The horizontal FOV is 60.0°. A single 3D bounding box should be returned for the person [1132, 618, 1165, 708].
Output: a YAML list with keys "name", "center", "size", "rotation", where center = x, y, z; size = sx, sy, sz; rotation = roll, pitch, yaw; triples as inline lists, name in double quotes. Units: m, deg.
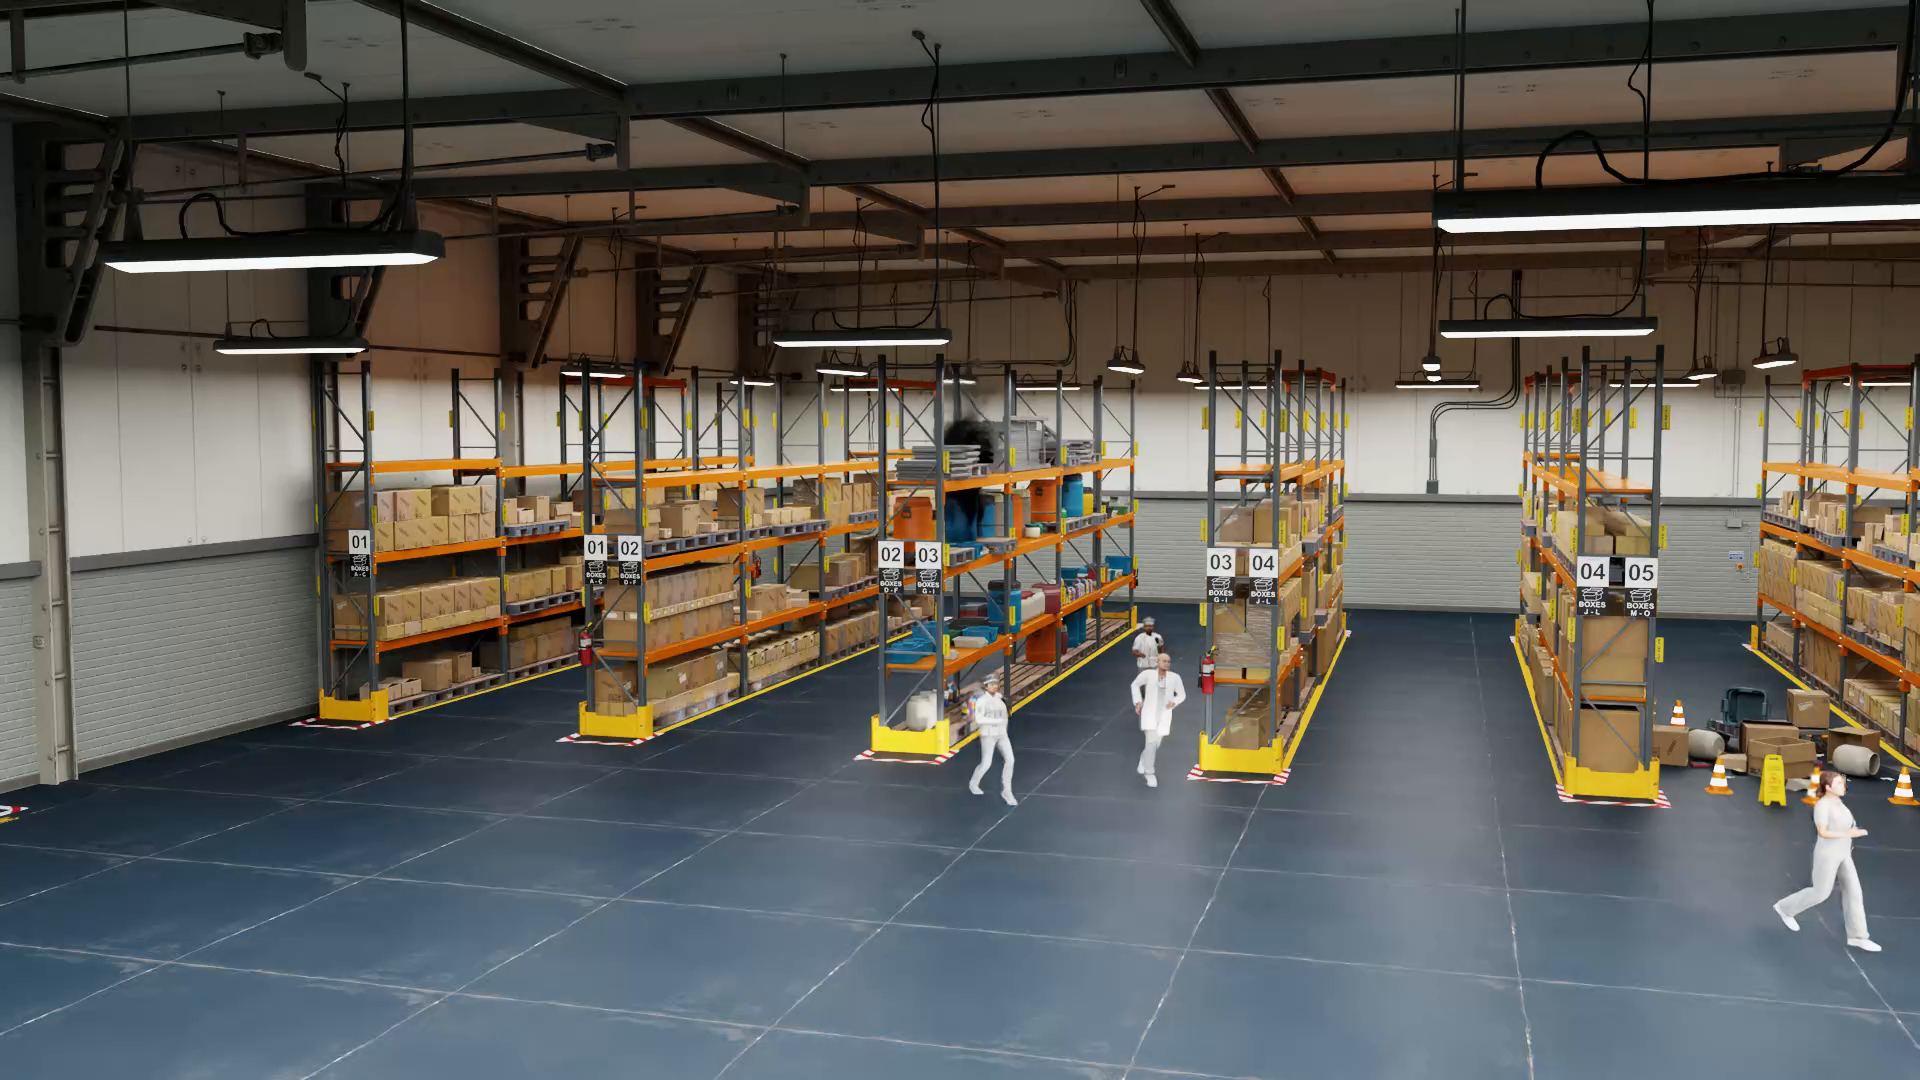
- name: "person"
  center: [3.175, 2.142, 27.977]
  size: [0.579, 1.698, 0.924]
  rotation: [0, 4, 2]

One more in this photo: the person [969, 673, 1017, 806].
- name: "person"
  center: [0.448, 2.608, 21.922]
  size: [0.620, 1.728, 0.819]
  rotation: [-3, 5, -36]

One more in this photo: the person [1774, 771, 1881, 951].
- name: "person"
  center: [8.309, 3.016, 15.870]
  size: [0.569, 1.647, 0.963]
  rotation: [-3, 5, -36]

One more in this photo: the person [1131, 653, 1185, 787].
- name: "person"
  center: [2.777, 2.570, 23.210]
  size: [0.712, 1.584, 0.918]
  rotation: [-1, 4, -9]
